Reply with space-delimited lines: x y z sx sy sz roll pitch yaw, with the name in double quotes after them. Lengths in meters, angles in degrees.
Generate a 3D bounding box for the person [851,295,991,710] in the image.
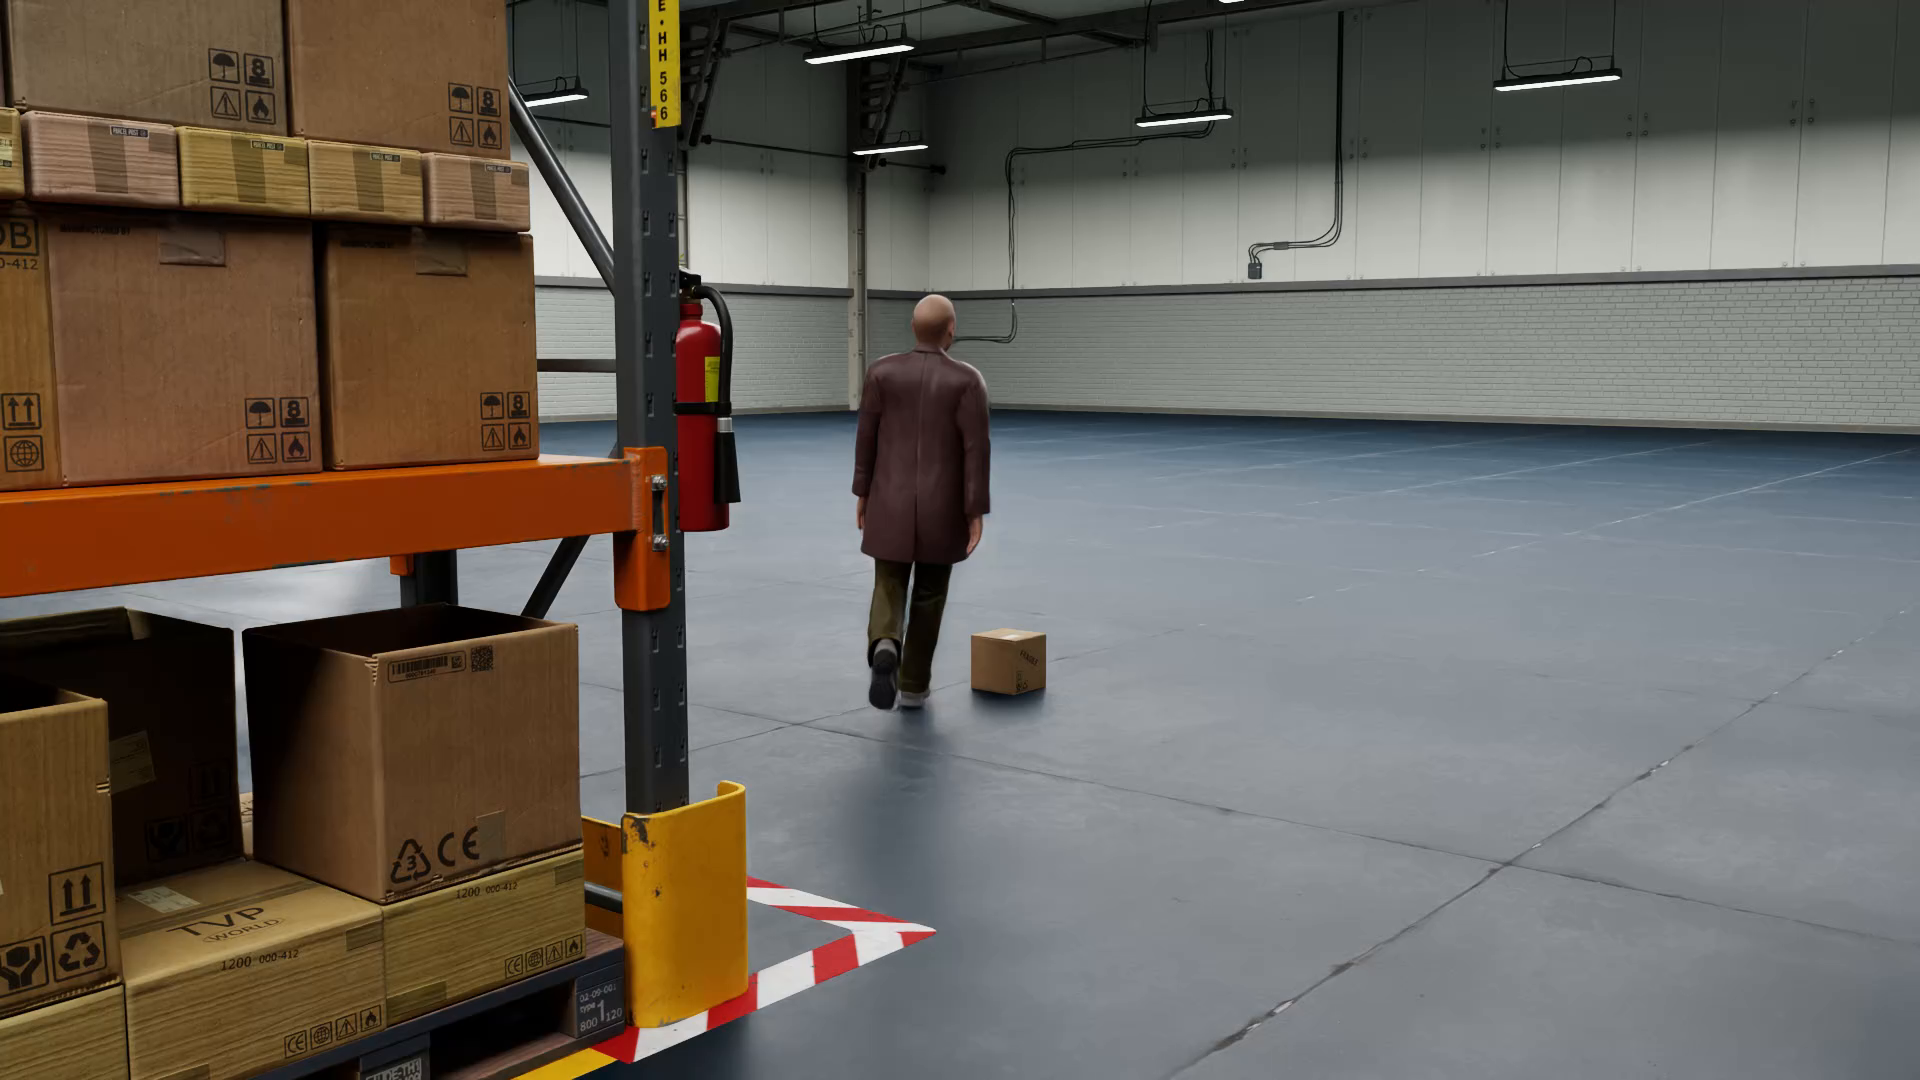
-0.175 -0.143 6.995 0.615 1.763 0.853 1 7 6 "person"
